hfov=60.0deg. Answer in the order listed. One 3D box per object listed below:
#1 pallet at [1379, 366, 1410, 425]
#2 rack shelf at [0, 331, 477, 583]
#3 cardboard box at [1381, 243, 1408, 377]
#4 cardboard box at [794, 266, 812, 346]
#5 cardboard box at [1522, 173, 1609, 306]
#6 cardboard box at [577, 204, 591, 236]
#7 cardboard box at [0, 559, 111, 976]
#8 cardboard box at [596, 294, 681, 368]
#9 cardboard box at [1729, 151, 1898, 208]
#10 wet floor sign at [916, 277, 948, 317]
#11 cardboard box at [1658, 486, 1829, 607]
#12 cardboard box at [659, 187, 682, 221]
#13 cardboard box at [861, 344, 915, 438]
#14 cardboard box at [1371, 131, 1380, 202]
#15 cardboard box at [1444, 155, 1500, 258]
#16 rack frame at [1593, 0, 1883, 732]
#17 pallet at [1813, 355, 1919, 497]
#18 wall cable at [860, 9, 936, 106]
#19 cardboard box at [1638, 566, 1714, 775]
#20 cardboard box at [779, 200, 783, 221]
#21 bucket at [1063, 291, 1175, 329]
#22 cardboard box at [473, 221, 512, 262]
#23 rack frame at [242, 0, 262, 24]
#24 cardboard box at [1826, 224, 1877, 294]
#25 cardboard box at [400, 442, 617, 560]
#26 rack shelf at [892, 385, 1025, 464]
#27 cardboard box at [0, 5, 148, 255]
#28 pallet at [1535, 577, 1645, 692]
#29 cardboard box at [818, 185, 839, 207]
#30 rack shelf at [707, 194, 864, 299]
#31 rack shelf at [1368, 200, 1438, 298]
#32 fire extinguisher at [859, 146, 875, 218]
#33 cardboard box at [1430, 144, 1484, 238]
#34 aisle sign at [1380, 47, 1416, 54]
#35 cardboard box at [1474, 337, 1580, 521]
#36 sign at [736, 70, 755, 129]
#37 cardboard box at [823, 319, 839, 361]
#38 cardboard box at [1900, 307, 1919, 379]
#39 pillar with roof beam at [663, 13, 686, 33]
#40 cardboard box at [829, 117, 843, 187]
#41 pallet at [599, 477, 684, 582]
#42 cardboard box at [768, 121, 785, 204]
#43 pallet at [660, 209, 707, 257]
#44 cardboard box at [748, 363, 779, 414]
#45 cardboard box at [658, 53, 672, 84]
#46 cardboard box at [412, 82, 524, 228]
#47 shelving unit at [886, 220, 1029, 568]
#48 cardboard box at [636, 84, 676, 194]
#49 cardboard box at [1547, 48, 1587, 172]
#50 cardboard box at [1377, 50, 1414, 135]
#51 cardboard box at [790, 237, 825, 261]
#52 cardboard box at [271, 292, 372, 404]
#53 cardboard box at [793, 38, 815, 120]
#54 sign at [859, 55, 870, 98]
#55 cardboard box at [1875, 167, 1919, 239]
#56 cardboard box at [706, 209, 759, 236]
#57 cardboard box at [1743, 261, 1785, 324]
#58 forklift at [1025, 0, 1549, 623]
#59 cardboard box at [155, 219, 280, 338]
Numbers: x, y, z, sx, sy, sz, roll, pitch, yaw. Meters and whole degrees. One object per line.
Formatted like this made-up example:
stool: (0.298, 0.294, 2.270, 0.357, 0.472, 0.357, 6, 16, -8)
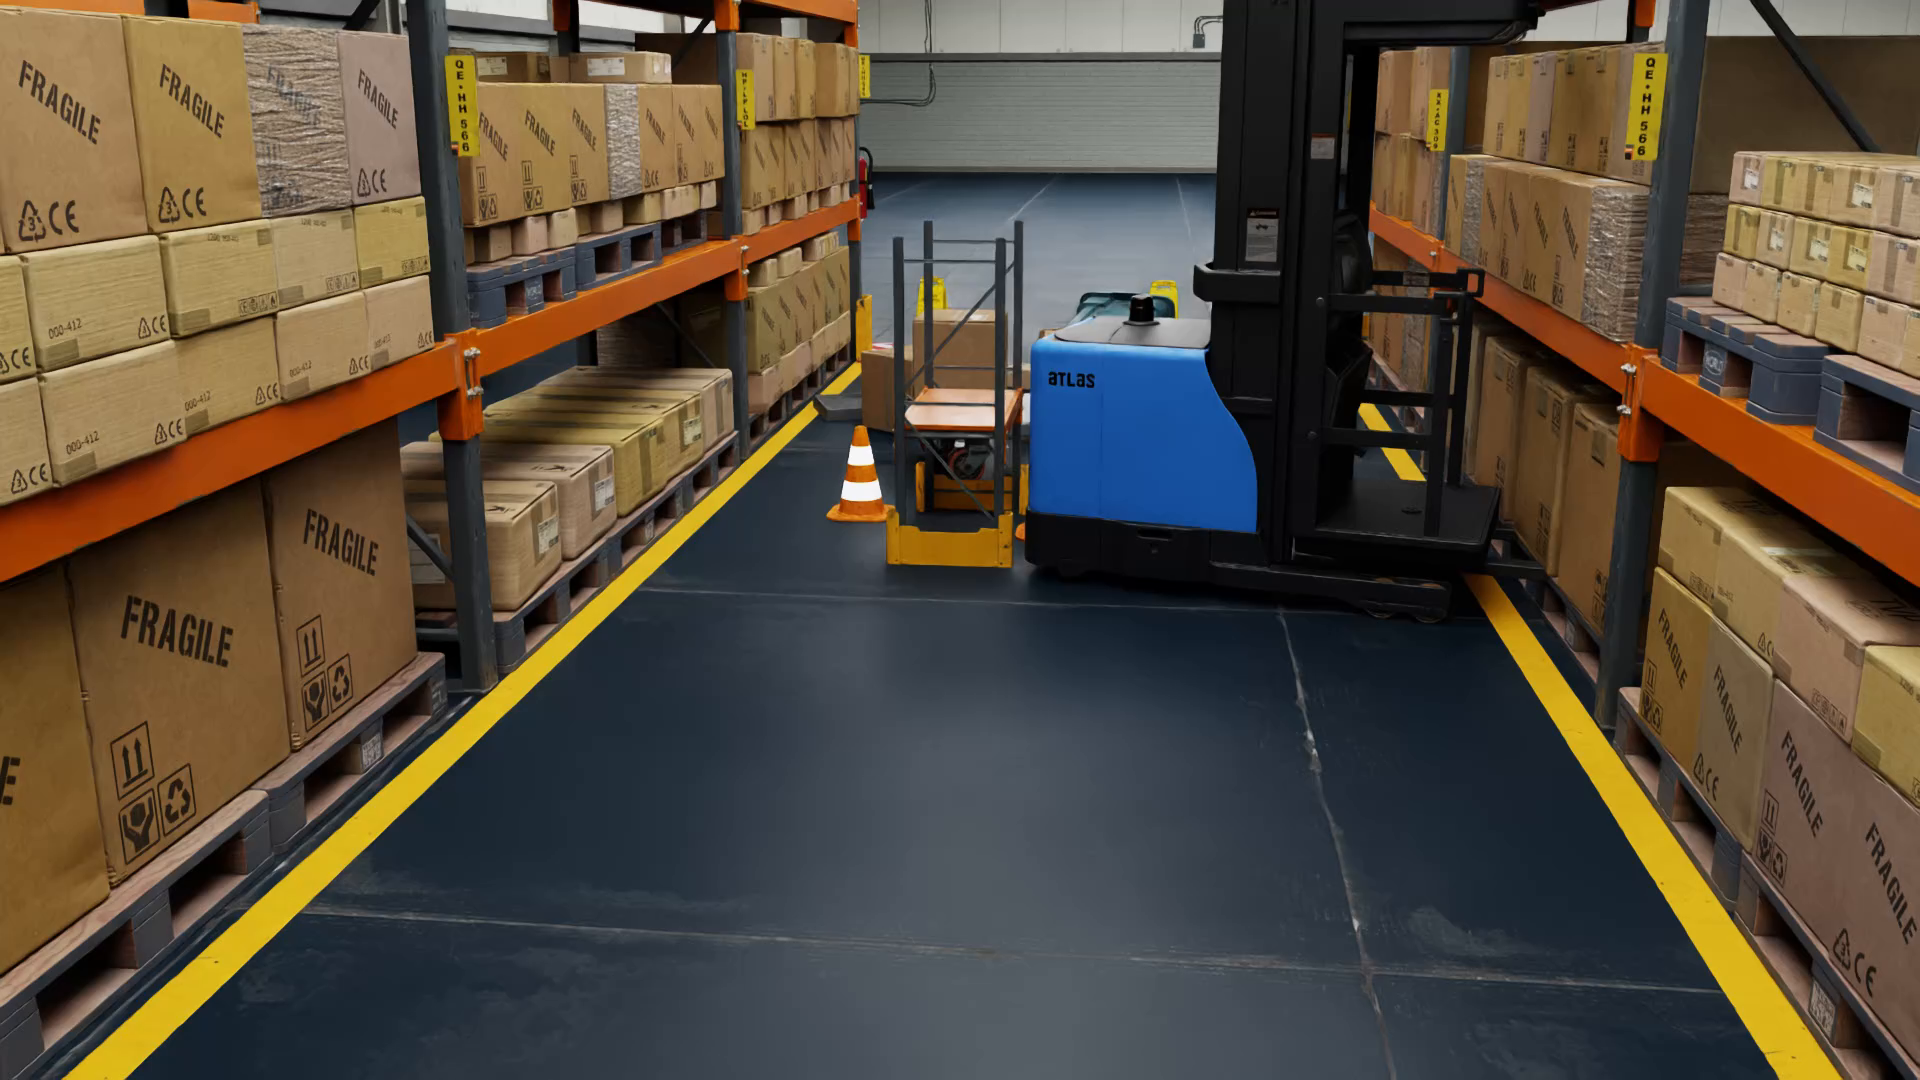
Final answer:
pallet: (3.464, -0.993, 11.429, 1.003, 0.211, 1.213, 2, 15, 6)
rack shelf: (-2.442, -0.043, 3.952, 1.077, 0.370, 4.000, 2, 15, 6)
cardboard box: (3.508, -1.635, 11.728, 0.875, 0.875, 0.875, 1, 15, 5)
cardboard box: (-1.321, -1.602, 11.368, 0.500, 0.500, 0.500, 3, 15, 9)
cardboard box: (2.612, -1.221, 6.740, 0.500, 0.500, 0.500, 1, 15, 5)
cardboard box: (-1.859, -1.421, 7.348, 0.380, 0.149, 0.250, 2, 15, 8)
cardboard box: (-2.583, 0.554, 3.633, 0.875, 0.875, 0.875, 2, 15, 8)
cardboard box: (-1.965, -1.345, 10.416, 0.500, 0.500, 0.500, 1, 15, 5)
cardboard box: (2.468, -1.043, 4.808, 0.380, 0.149, 0.250, 2, 15, 6)
wet floor sign: (-0.229, -1.865, 13.823, 0.267, 0.644, 0.232, 7, 17, 25)
cardboard box: (2.395, 0.024, 4.873, 0.500, 0.250, 0.500, 1, 15, 4)
cardboard box: (-1.614, -1.684, 8.321, 0.380, 0.149, 0.250, 2, 15, 7)
cardboard box: (-0.292, -0.979, 10.819, 0.500, 0.500, 0.500, -14, 20, -42)
cardboard box: (3.619, -2.839, 12.627, 0.875, 0.550, 0.550, 2, 15, 6)
cardboard box: (2.838, -1.747, 8.683, 0.500, 0.500, 0.500, 2, 15, 7)
rack frame: (2.714, -0.789, 5.334, 1.000, 3.000, 0.127, 2, 15, 6)
pallet: (2.531, -0.182, 3.456, 1.003, 0.211, 1.213, 2, 15, 6)
wall cable: (-2.188, -12.878, 44.496, 3.097, 2.526, 0.112, 2, 15, 6)
cardboard box: (2.380, 0.391, 4.955, 0.500, 0.500, 0.500, 1, 15, 4)
cardboard box: (-1.372, -2.167, 10.912, 0.380, 0.149, 0.250, 2, 15, 6)
bucket: (0.890, -1.083, 9.782, 0.726, 0.611, 0.620, 7, 27, 25)
cardboard box: (-1.929, -1.141, 6.314, 0.380, 0.149, 0.250, 1, 15, 3)
rack frame: (-6.246, -3.129, 13.987, 1.000, 3.000, 0.127, 2, 15, 6)
cardboard box: (2.376, -0.690, 4.073, 0.380, 0.149, 0.250, 2, 15, 7)
cardboard box: (-2.067, -0.181, 7.314, 0.950, 0.372, 0.625, 1, 15, 5)
rack shelf: (0.010, -0.572, 8.095, 0.538, 0.185, 1.000, 2, 15, 6)
cardboard box: (-2.191, -0.905, 3.655, 0.500, 0.500, 0.500, 1, 15, 5)
pallet: (2.877, 0.355, 6.446, 1.003, 0.211, 1.213, 2, 15, 6)
cardboard box: (-1.111, -2.557, 12.352, 0.380, 0.149, 0.250, 2, 15, 7)
rack shelf: (-1.539, -2.118, 11.626, 1.077, 0.370, 4.000, 2, 15, 6)
rack shelf: (3.391, -1.998, 11.183, 1.077, 0.370, 4.000, 2, 15, 6)
fire extinguisher: (-0.843, -2.963, 13.520, 0.296, 0.674, 0.183, 2, 15, 6)
cardboard box: (3.195, -1.995, 9.507, 0.875, 0.550, 0.550, 2, 15, 6)
aisle sign: (3.326, -4.146, 12.769, 0.394, 0.787, 0.004, 2, 15, 6)
cardboard box: (3.072, -0.530, 7.880, 1.050, 0.750, 0.750, 2, 15, 6)
sign: (-1.213, -2.490, 9.405, 0.100, 0.325, 0.005, 2, 15, 6)
cardboard box: (-1.204, -1.507, 12.453, 0.500, 0.250, 0.500, 2, 15, 6)
cardboard box: (2.315, -0.417, 3.633, 0.380, 0.149, 0.250, 2, 15, 7)
pillar with roof beam: (-0.911, -10.413, 29.430, 9.100, 9.000, 0.400, 2, 15, 6)
cardboard box: (-1.162, -2.897, 12.368, 0.500, 0.500, 0.500, 2, 15, 6)
pallet: (-1.986, -0.081, 8.057, 1.003, 0.211, 1.213, 2, 15, 6)
cardboard box: (-1.405, -2.375, 10.437, 0.500, 0.500, 0.500, 2, 15, 6)
pallet: (-1.996, -1.660, 8.921, 1.003, 0.211, 1.213, 2, 15, 6)
cardboard box: (-1.430, -0.967, 10.454, 0.500, 0.250, 0.500, 1, 15, 4)
cardboard box: (-1.657, -2.348, 8.292, 0.380, 0.149, 0.250, 1, 15, 5)
cardboard box: (-1.935, -1.413, 6.076, 0.500, 0.500, 0.500, 1, 15, 5)
shelving unit: (0.009, -0.744, 8.039, 0.587, 1.500, 1.083, 2, 15, 6)
cardboard box: (-1.708, -1.952, 8.068, 0.500, 0.500, 0.500, 2, 15, 8)
cardboard box: (2.943, -1.833, 7.088, 0.700, 0.500, 0.500, 2, 15, 6)
cardboard box: (3.367, -3.076, 11.436, 0.875, 0.550, 0.550, 2, 15, 6)
cardboard box: (-1.182, -2.088, 11.922, 0.380, 0.149, 0.250, 2, 15, 9)
cardboard box: (-2.057, -0.565, 4.791, 0.500, 0.250, 0.500, 2, 15, 7)
cardboard box: (-1.337, -2.990, 10.796, 0.700, 0.500, 0.500, 1, 15, 5)
sign: (-0.764, -3.674, 13.178, 0.100, 0.325, 0.005, 2, 15, 6)
cardboard box: (2.350, -0.772, 3.806, 0.380, 0.149, 0.250, 2, 15, 9)
cardboard box: (-1.411, -1.897, 9.913, 0.380, 0.149, 0.250, 2, 15, 6)
cardboard box: (2.432, -0.691, 4.648, 0.380, 0.149, 0.250, 2, 15, 9)
forklift: (1.867, -1.227, 7.085, 3.031, 2.935, 1.130, 6, 16, 20)
cardboard box: (-2.110, -0.678, 4.253, 0.500, 0.250, 0.500, 1, 15, 5)
